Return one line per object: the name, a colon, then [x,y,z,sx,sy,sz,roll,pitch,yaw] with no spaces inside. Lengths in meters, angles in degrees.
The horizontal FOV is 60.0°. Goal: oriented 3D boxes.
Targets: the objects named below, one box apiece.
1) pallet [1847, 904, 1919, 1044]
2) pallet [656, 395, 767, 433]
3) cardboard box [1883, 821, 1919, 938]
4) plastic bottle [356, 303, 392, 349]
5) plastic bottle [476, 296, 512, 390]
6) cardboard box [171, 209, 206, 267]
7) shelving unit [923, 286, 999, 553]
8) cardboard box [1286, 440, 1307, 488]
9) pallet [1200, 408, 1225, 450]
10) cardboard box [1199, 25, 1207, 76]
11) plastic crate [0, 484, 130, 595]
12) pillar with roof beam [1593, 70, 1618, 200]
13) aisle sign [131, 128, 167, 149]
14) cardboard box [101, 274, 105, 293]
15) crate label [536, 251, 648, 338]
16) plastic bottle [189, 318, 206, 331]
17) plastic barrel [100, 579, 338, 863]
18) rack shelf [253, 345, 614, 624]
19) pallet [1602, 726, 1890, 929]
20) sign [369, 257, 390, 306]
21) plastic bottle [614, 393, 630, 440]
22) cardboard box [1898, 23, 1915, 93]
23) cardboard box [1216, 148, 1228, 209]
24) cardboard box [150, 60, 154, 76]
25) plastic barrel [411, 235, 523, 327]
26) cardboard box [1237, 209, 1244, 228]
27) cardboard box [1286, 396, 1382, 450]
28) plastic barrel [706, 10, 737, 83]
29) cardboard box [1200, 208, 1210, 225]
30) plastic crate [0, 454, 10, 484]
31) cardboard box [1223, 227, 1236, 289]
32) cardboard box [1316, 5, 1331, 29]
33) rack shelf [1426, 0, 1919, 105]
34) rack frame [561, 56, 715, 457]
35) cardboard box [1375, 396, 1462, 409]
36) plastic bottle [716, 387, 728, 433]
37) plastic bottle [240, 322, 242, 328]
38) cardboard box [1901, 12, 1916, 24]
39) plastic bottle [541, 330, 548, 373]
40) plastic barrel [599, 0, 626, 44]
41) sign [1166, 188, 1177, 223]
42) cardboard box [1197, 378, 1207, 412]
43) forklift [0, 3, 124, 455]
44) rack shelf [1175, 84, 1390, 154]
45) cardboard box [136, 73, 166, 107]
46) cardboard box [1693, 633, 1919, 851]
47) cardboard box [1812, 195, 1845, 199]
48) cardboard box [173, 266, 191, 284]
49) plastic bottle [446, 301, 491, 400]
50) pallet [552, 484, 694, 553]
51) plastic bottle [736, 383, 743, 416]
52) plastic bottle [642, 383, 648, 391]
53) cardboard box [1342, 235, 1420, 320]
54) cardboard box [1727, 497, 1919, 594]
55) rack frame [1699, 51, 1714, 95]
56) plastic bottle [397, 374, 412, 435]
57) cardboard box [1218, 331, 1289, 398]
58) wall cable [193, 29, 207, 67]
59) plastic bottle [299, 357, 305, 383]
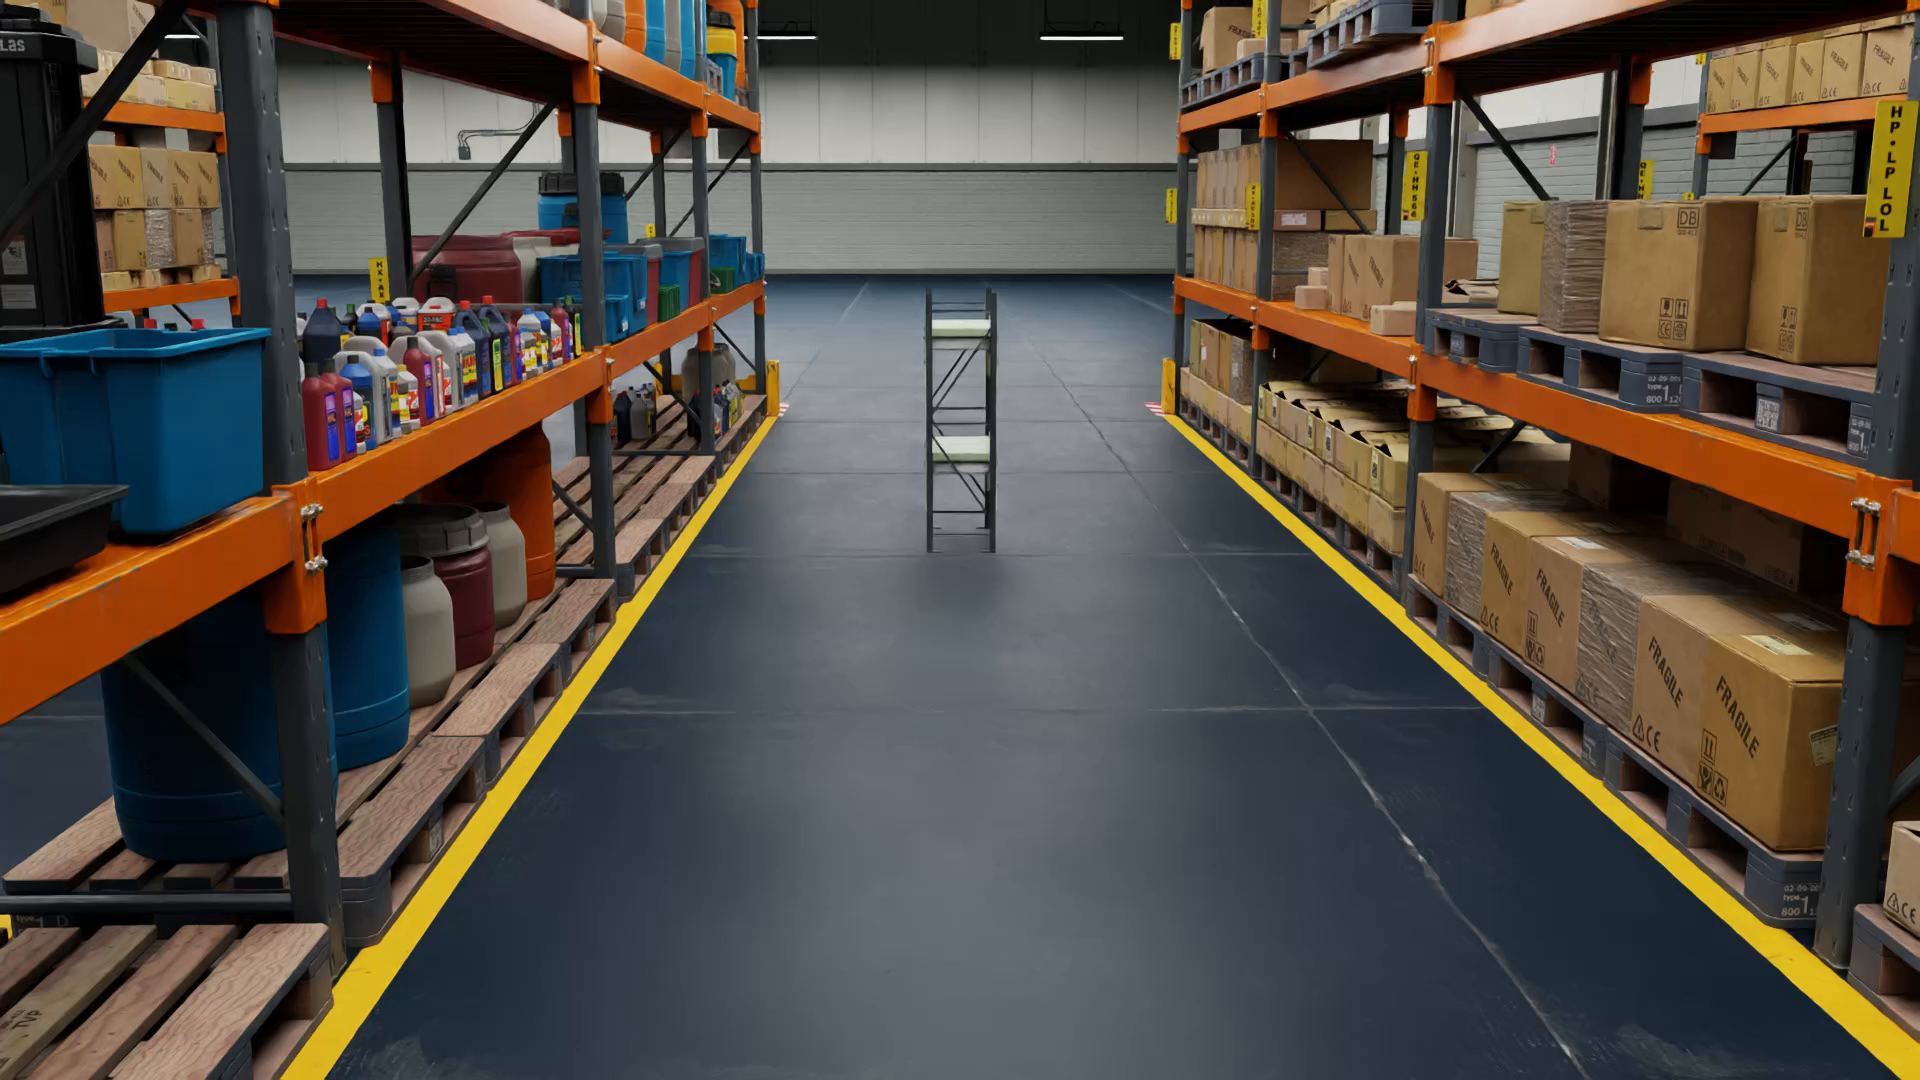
pallet: [2.831,1.167,3.778,1.003,0.211,1.213,0,11,-1]
pallet: [-2.323,-1.159,15.242,1.003,0.211,1.213,0,11,-1]
cardboard box: [2.610,0.850,3.981,0.500,0.311,0.500,0,11,-1]
plastic bottle: [-2.522,-0.872,7.124,0.152,0.276,0.135,0,11,-1]
plastic bottle: [-1.797,-0.750,6.336,0.144,0.351,0.185,0,11,-1]
cardboard box: [-7.221,-2.668,14.668,0.875,0.500,0.500,0,11,-1]
shelving unit: [0.000,-0.736,9.917,0.431,1.500,0.755,0,11,-1]
cardboard box: [2.436,-0.499,10.835,0.500,0.250,0.500,-1,11,-3]
pallet: [2.649,-0.962,14.267,1.003,0.211,1.213,0,11,-1]
cardboard box: [2.577,-4.403,15.004,0.797,0.503,0.637,1,11,3]
plastic crate: [-1.843,0.010,3.007,0.437,0.125,0.590,0,11,-1]
pillar with roof beam: [3.973,-6.722,20.562,9.100,9.000,0.400,0,11,-1]
aisle sign: [-7.636,-3.967,15.530,0.394,0.787,0.004,0,11,-1]
cardboard box: [-6.960,-2.006,13.037,0.380,0.149,0.250,0,11,-1]
crate label: [-1.968,-1.328,8.971,0.502,0.435,0.616,0,11,-1]
plastic bottle: [-2.341,-0.511,5.159,0.144,0.351,0.185,0,11,-1]
plastic barrel: [-2.129,0.398,4.777,0.600,0.901,0.708,0,11,-1]
rack shelf: [-2.176,-0.362,6.108,1.077,0.370,4.000,0,11,-1]
pallet: [2.763,0.869,5.247,1.003,0.211,1.213,0,11,-1]
sign: [-2.767,-1.188,7.962,0.100,0.325,0.005,0,11,-1]
plastic bottle: [-2.602,-0.951,12.760,0.144,0.351,0.185,-1,11,-3]
cardboard box: [7.347,-3.577,12.298,0.500,0.500,0.500,0,11,0]
cardboard box: [2.595,-3.099,14.274,0.700,0.500,0.500,0,11,-1]
cardboard box: [-7.104,-4.014,14.132,0.380,0.149,0.250,0,11,0]
plastic barrel: [-2.530,-1.270,8.431,0.600,0.536,0.708,0,11,-1]
cardboard box: [2.413,-2.549,13.197,0.380,0.149,0.250,0,11,-1]
cardboard box: [2.429,-0.774,10.780,0.500,0.311,0.500,-1,11,-3]
plastic barrel: [-2.232,-4.244,14.361,0.600,0.588,0.600,0,11,0]
cardboard box: [2.374,-2.908,14.965,0.380,0.149,0.250,0,11,-1]
plastic crate: [-2.268,-0.124,3.638,0.396,0.136,0.243,0,11,-1]
cardboard box: [2.601,-2.370,13.947,0.700,0.500,0.500,0,11,1]
cardboard box: [2.655,-3.407,11.083,0.500,0.250,0.500,1,12,5]
rack shelf: [2.776,-1.852,5.906,1.077,0.370,4.000,0,11,-1]
rack frame: [-2.300,-1.907,11.915,1.000,3.000,0.127,0,11,-1]
cardboard box: [2.972,-0.778,10.798,0.500,0.311,0.500,0,11,-1]
plastic bottle: [-1.906,-1.024,13.119,0.144,0.351,0.185,-1,11,-4]
plastic bottle: [-2.542,-0.628,5.905,0.061,0.283,0.133,0,11,-1]
cardboard box: [7.323,-4.065,12.192,0.500,0.500,0.500,-1,12,-6]
plastic bottle: [-1.788,-0.809,7.002,0.097,0.201,0.097,0,11,0]
plastic barrel: [-2.018,-2.992,8.457,0.600,0.901,0.600,0,11,0]
sign: [2.014,-3.184,15.832,0.100,0.325,0.005,0,11,-1]
cardboard box: [2.382,-1.274,14.653,0.500,0.250,0.500,0,11,-1]
forklift: [-5.179,-1.155,8.380,3.031,2.935,1.130,-3,12,-15]
rack shelf: [2.611,-3.442,13.745,1.077,0.370,4.000,0,11,-1]
cardboard box: [-7.055,-3.783,13.992,0.500,0.250,0.500,0,11,0]
cardboard box: [2.521,0.576,4.856,0.500,0.500,0.500,0,11,-1]
cardboard box: [7.270,-2.544,13.494,0.500,0.500,0.500,-1,11,-3]
cardboard box: [-7.072,-2.354,14.750,0.380,0.149,0.250,0,11,-1]
plastic bottle: [-1.791,-0.687,6.025,0.144,0.351,0.185,0,11,-1]
pallet: [-2.217,-0.141,10.225,1.003,0.211,1.213,0,11,-1]
plastic bottle: [-1.886,-1.200,14.156,0.061,0.283,0.133,0,11,0]
plastic bottle: [-2.671,-1.180,14.056,0.061,0.283,0.133,0,11,0]
cardboard box: [2.673,-1.619,10.242,0.500,0.500,0.500,0,11,-1]
cardboard box: [3.030,0.010,5.762,0.500,0.250,0.500,0,11,-1]
rack frame: [7.522,-5.683,15.439,1.000,3.000,0.127,0,11,-1]
plastic bottle: [-1.748,-0.428,5.126,0.097,0.201,0.097,0,11,0]
cardboard box: [2.411,-1.443,13.599,0.500,0.500,0.500,0,11,-1]
wall cable: [-19.746,-12.937,46.302,3.097,2.526,0.112,0,11,-1]
plastic bottle: [-1.819,-0.372,4.473,0.144,0.351,0.185,0,11,-1]
